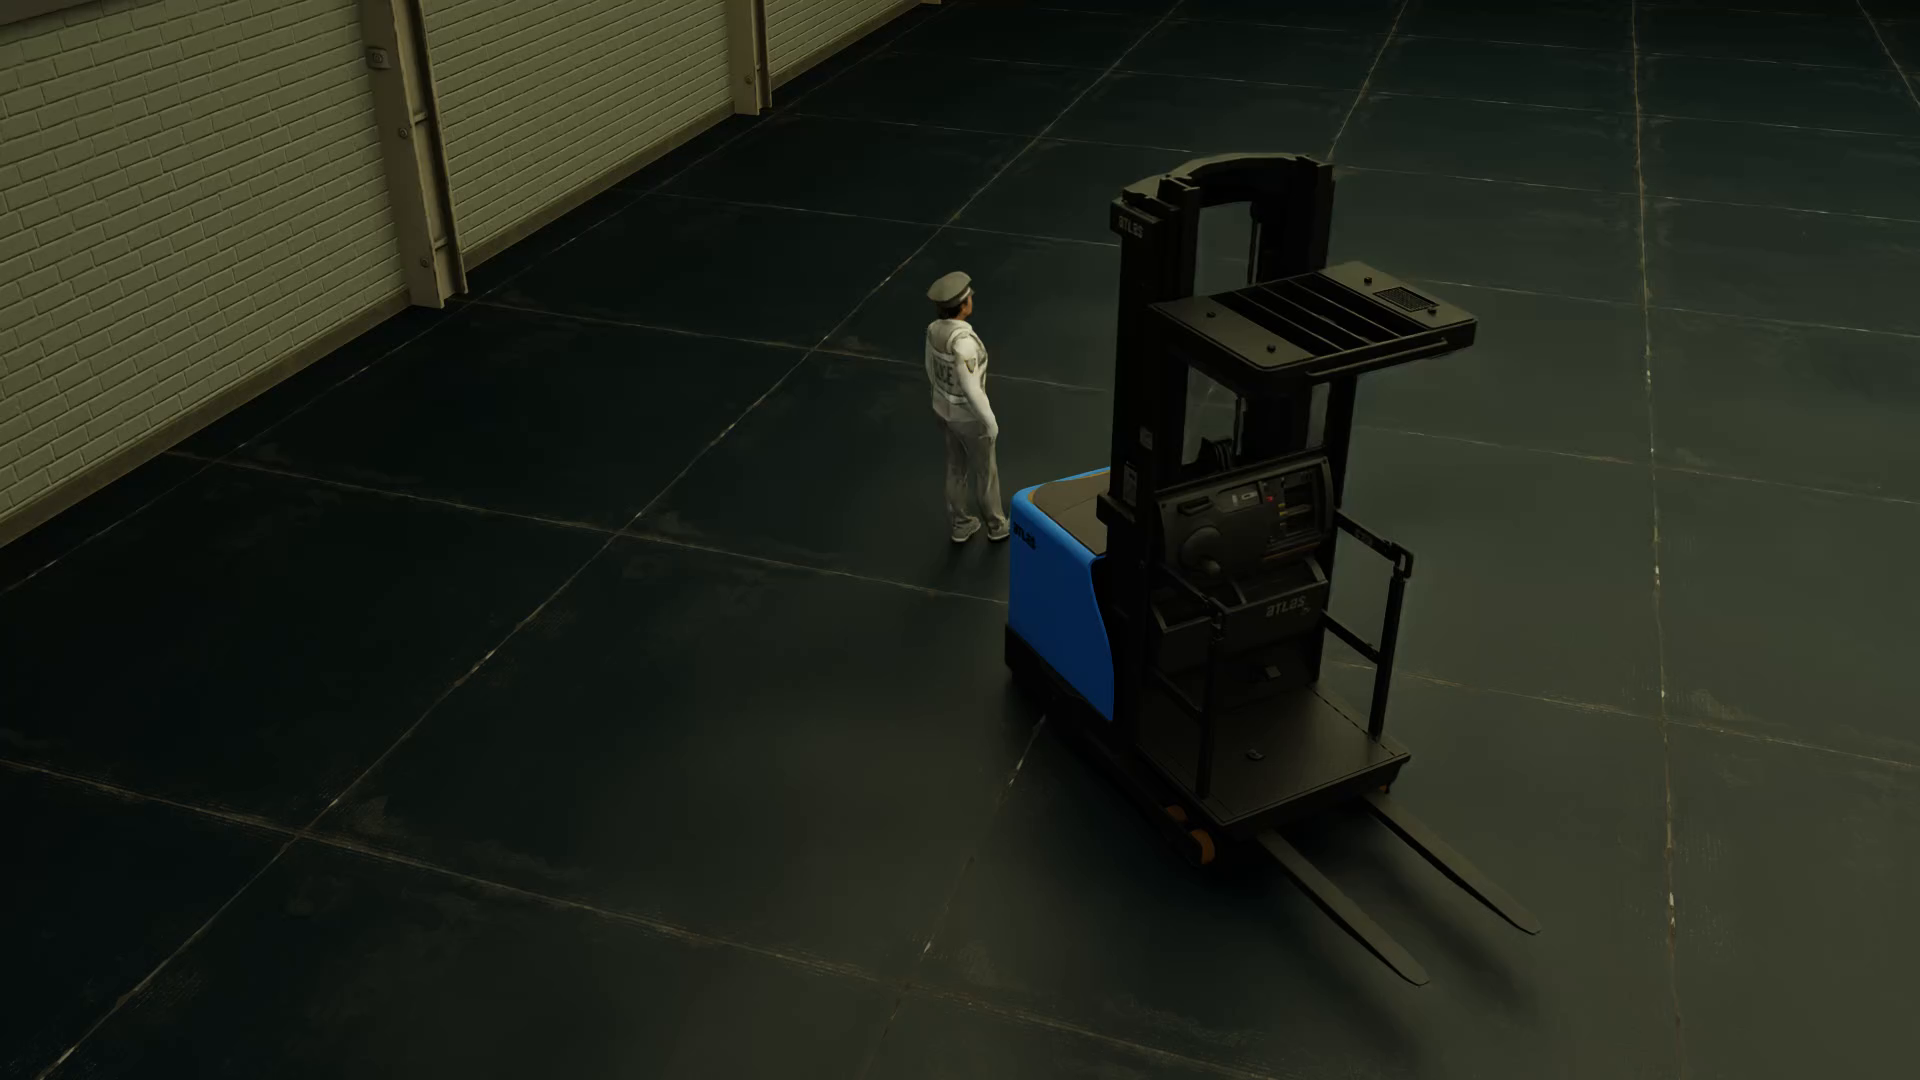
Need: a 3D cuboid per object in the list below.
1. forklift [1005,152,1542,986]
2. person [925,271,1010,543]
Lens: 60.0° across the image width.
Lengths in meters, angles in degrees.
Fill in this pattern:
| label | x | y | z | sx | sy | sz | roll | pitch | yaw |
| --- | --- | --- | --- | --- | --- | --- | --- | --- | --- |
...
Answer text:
| label | x | y | z | sx | sy | sz | roll | pitch | yaw |
| --- | --- | --- | --- | --- | --- | --- | --- | --- | --- |
| forklift | 1.382 | -0.058 | 7.239 | 1.130 | 2.935 | 3.031 | -15 | 33 | -24 |
| person | 0.111 | -0.765 | 9.728 | 0.587 | 1.691 | 0.581 | -16 | 33 | -25 |
